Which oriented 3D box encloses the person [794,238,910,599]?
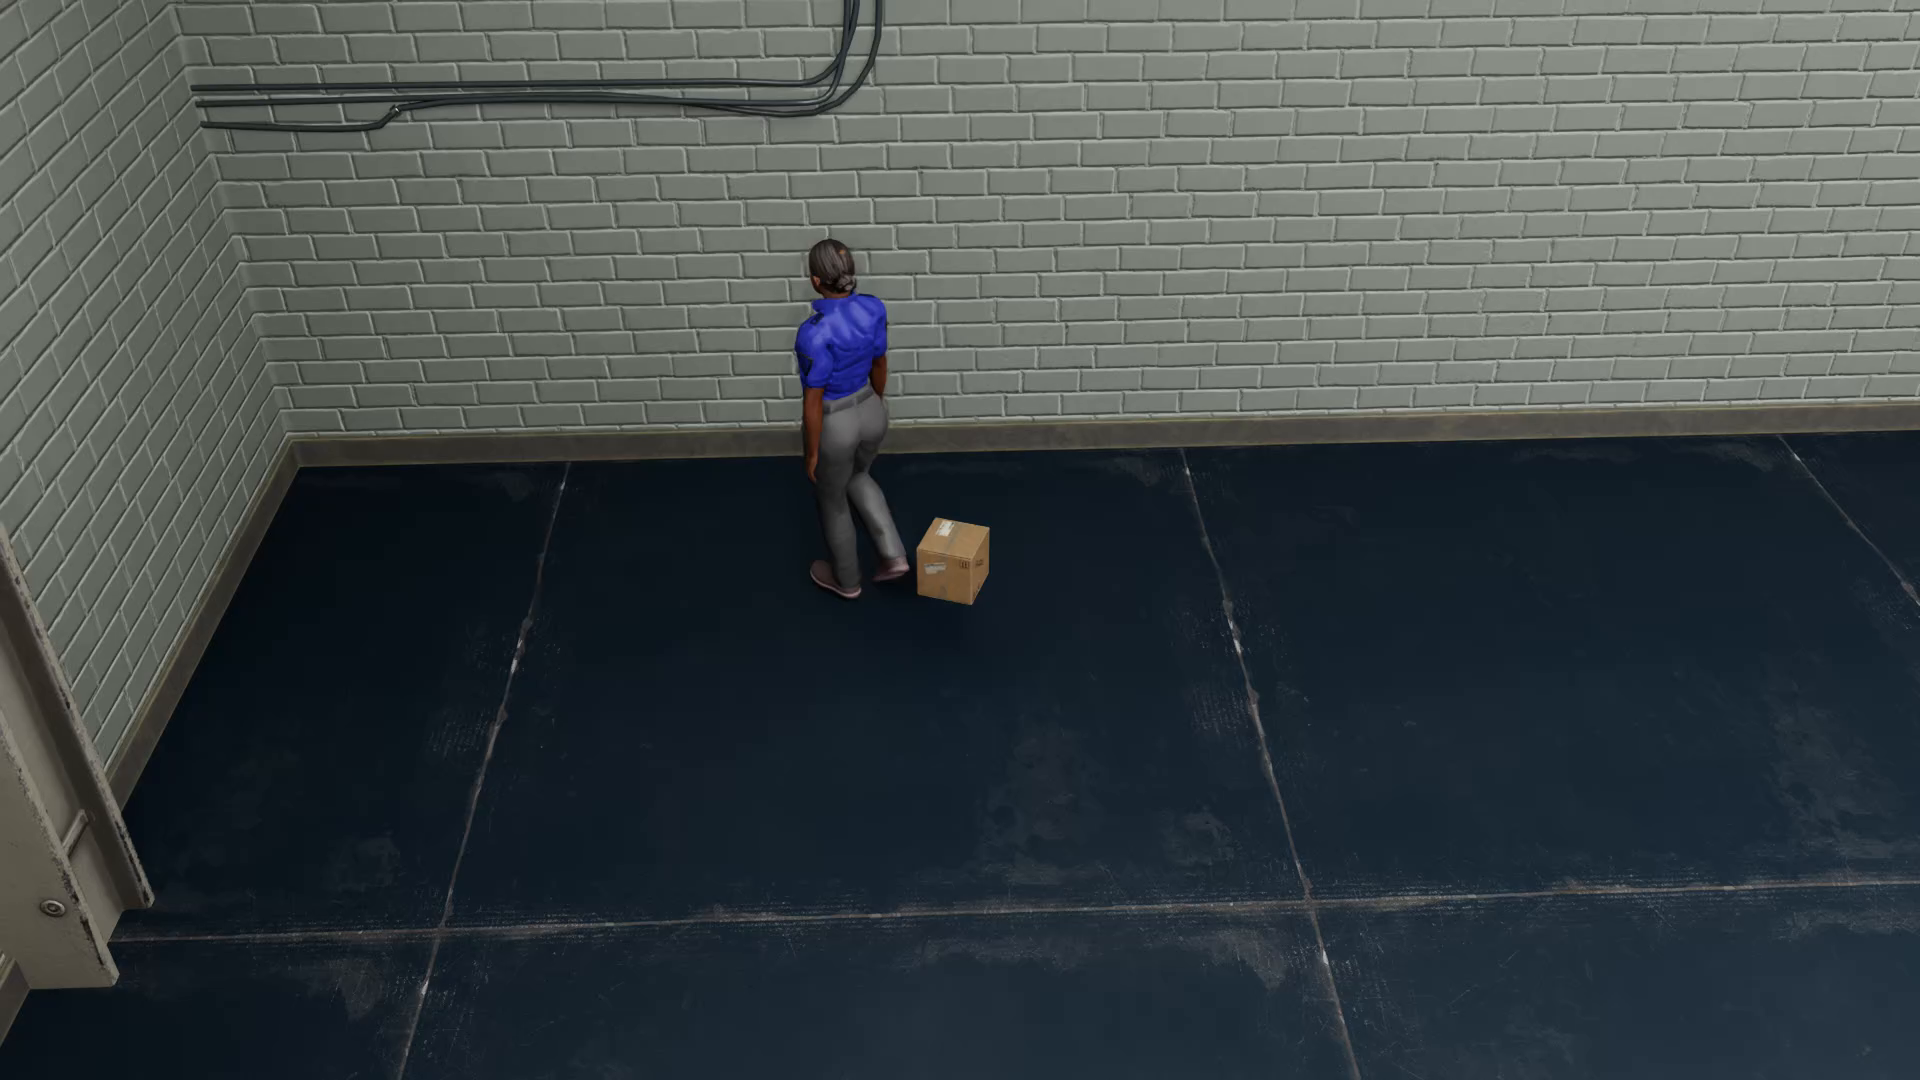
[{"bbox_3d":[-0.467,-0.452,6.766,0.474,1.661,0.469,30,45,35],"label":"person"}]
